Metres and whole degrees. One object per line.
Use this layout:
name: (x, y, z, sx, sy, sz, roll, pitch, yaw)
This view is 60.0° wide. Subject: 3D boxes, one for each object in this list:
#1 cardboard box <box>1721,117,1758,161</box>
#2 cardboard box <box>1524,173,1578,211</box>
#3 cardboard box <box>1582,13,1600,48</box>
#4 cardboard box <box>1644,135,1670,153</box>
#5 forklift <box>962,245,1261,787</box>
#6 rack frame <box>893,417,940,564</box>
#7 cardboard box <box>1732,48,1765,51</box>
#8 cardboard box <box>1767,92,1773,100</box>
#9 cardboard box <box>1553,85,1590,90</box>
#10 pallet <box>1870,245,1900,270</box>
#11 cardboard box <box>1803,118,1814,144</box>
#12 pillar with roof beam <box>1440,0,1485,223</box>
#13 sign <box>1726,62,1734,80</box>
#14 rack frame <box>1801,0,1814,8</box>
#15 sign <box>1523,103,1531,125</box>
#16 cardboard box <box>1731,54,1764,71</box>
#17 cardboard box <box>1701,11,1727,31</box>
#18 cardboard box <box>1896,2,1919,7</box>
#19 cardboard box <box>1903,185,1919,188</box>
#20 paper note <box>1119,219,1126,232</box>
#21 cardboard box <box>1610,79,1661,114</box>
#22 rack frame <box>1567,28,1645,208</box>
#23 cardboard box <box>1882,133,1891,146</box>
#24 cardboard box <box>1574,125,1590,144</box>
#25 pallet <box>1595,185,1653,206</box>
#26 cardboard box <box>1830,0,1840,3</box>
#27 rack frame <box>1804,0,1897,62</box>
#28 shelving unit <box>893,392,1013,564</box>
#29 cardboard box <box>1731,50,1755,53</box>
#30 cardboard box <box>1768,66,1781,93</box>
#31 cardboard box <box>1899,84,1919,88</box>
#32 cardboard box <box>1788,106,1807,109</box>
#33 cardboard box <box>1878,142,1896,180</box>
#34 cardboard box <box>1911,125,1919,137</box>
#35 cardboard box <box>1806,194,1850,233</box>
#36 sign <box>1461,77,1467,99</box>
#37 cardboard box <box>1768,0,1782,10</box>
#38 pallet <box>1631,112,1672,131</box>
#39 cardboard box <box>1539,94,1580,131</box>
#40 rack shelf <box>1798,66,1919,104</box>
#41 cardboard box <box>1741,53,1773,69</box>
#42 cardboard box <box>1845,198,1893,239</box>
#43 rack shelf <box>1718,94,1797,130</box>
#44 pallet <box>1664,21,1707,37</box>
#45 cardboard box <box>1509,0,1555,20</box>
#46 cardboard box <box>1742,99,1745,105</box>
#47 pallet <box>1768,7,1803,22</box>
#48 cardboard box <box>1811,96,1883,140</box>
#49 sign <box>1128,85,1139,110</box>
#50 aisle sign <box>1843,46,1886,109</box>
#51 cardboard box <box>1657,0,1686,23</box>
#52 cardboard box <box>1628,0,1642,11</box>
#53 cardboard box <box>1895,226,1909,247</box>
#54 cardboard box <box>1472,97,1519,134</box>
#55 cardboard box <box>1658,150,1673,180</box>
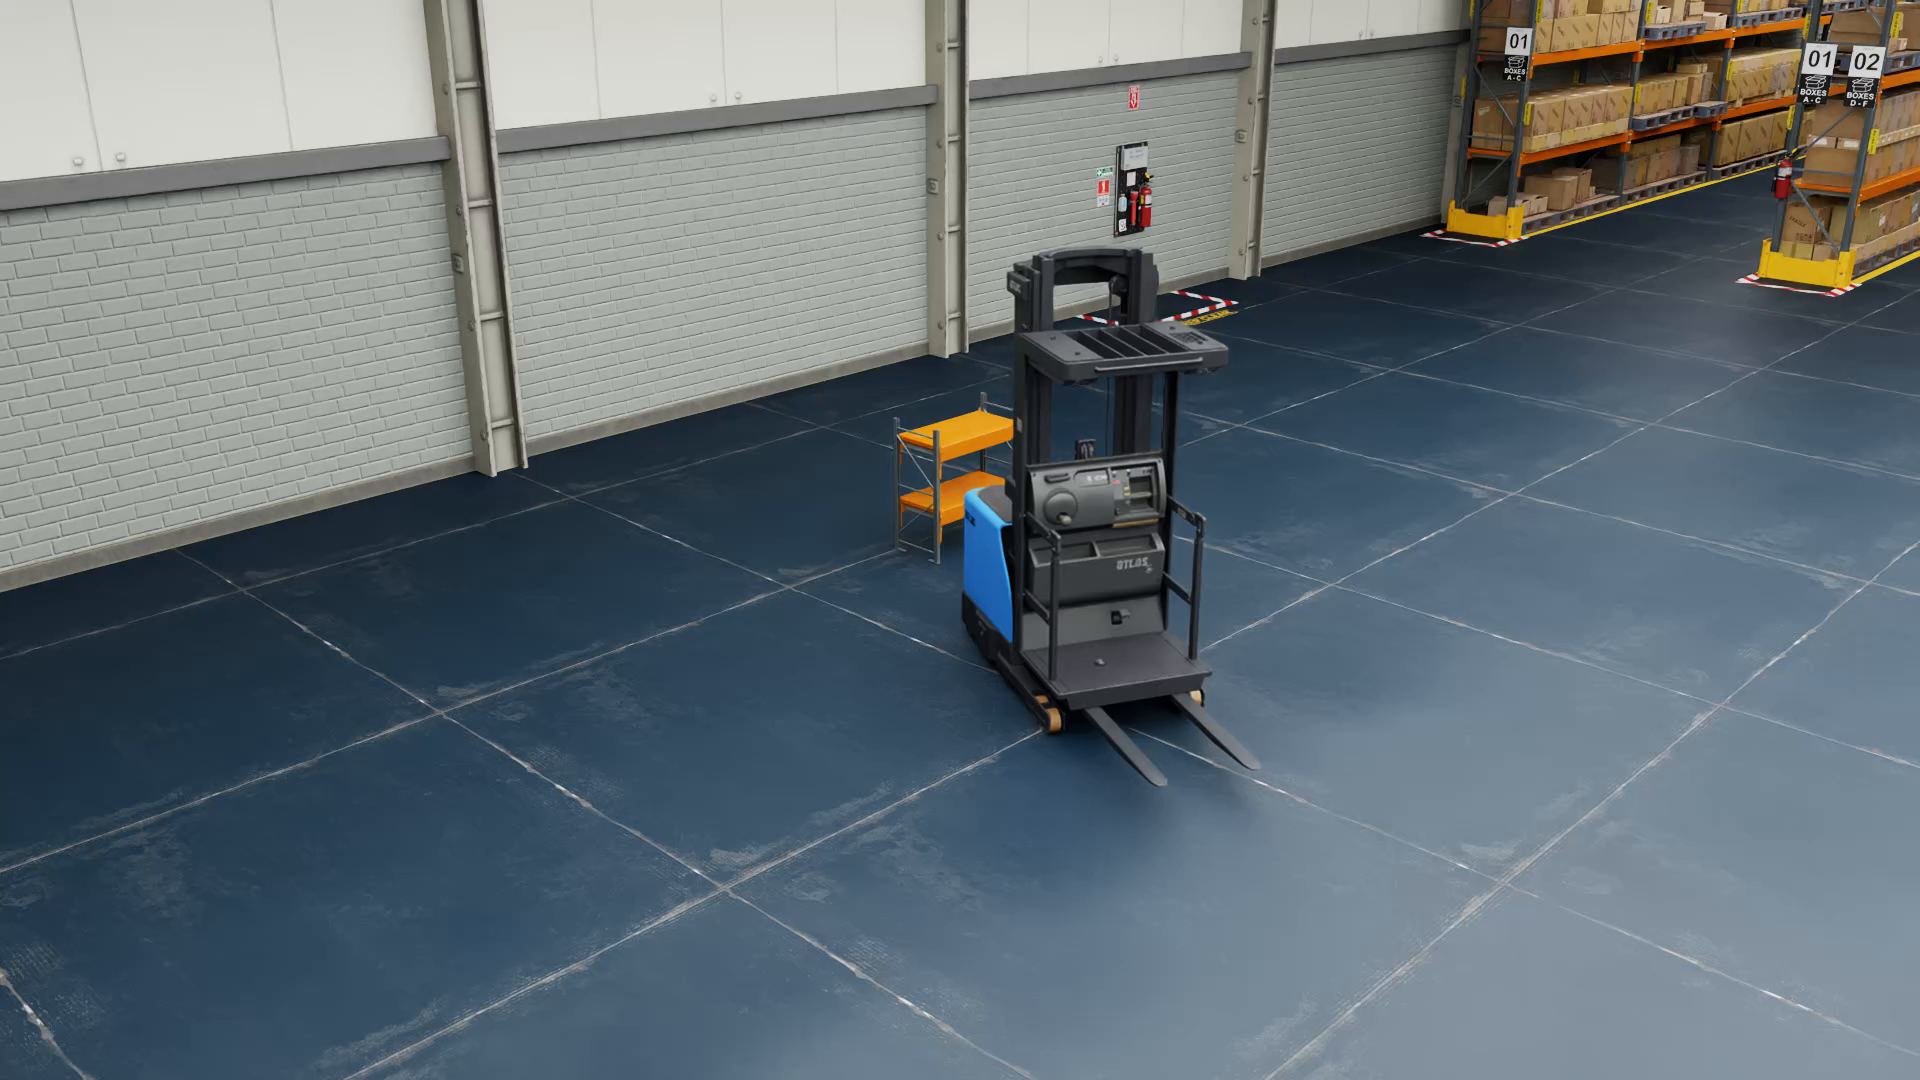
cardboard box: (15.164, -7.936, 32.814, 0.750, 0.750, 0.750, 19, 28, 40)
cardboard box: (9.853, -5.824, 27.779, 0.700, 0.500, 0.500, 17, 27, 37)
cardboard box: (9.891, -8.194, 26.725, 0.500, 0.500, 0.500, -18, 27, -39)
cardboard box: (12.679, -7.290, 30.548, 0.500, 0.250, 0.500, 19, 28, 40)
forklift: (0.971, -0.288, 10.600, 1.130, 2.935, 3.031, -7, 22, -18)
rack frame: (-0.350, -0.396, 13.399, 0.500, 1.125, 0.032, 19, 28, 41)
cardboard box: (15.864, -9.748, 33.489, 0.500, 0.250, 0.500, 20, 28, 41)
cardboard box: (15.967, -8.871, 33.159, 0.380, 0.149, 0.250, 19, 28, 41)
cardboard box: (10.310, -7.424, 28.208, 0.500, 0.500, 0.500, 19, 28, 40)
pallet: (13.267, -4.286, 24.793, 1.003, 0.211, 1.213, 19, 28, 41)
cardboard box: (17.680, -8.716, 35.331, 0.700, 0.500, 0.500, 19, 28, 40)
pillar with roof beam: (11.314, -8.427, 23.317, 9.100, 9.000, 0.400, 19, 28, 41)
sign: (14.337, -8.734, 30.975, 0.100, 0.325, 0.005, 19, 28, 41)
rack frame: (16.732, -12.192, 33.115, 1.000, 3.000, 0.127, 19, 28, 41)
sign: (8.750, -6.576, 25.657, 0.100, 0.325, 0.005, 19, 28, 41)
cardboard box: (15.163, -9.229, 32.139, 0.500, 0.250, 0.500, 20, 28, 41)
cardboard box: (13.633, -9.479, 30.333, 0.500, 0.311, 0.500, 19, 28, 41)
cardboard box: (14.163, -7.741, 24.796, 0.500, 0.500, 0.500, -17, 27, -38)
cardboard box: (15.138, -5.582, 26.744, 0.500, 0.311, 0.500, -19, 28, -41)
paper note: (2.119, -4.096, 21.641, 0.016, 0.148, 0.142, 19, 28, 41)
cardboard box: (11.926, -7.852, 29.431, 0.500, 0.500, 0.700, -17, 27, -37)
rack frame: (11.151, -7.336, 28.841, 1.000, 3.000, 0.127, 19, 28, 41)
cardboard box: (12.875, -5.662, 23.442, 0.380, 0.149, 0.250, 19, 28, 40)
cardboard box: (9.994, -6.689, 27.338, 0.500, 0.250, 0.500, 20, 28, 41)
pallet: (11.693, -6.234, 29.863, 1.003, 0.211, 1.213, 19, 28, 41)
cardboard box: (17.769, -11.204, 34.208, 0.500, 0.250, 0.500, 18, 28, 40)
rack frame: (11.912, -7.869, 21.866, 1.000, 3.000, 0.127, 19, 28, 41)
shelving unit: (0.005, -0.527, 13.739, 0.538, 1.125, 1.048, 19, 28, 41)
cardboard box: (15.518, -9.618, 33.151, 0.500, 0.250, 0.500, 18, 27, 39)
cardboard box: (15.885, -9.144, 32.965, 0.500, 0.500, 0.500, 19, 28, 41)
cardboard box: (14.046, -6.503, 24.727, 0.700, 0.500, 0.500, 19, 28, 41)
cardboard box: (17.989, -9.238, 35.785, 0.380, 0.149, 0.250, 19, 28, 40)
cardboard box: (12.961, -5.494, 23.911, 0.700, 0.500, 0.500, 19, 28, 41)
cardboard box: (13.780, -5.997, 24.314, 0.250, 0.149, 0.380, -19, 28, -41)
cardboard box: (12.760, -4.804, 24.457, 0.500, 0.500, 0.500, 19, 28, 41)
sign: (7.977, -7.139, 26.276, 0.100, 0.325, 0.005, 19, 28, 41)
cardboard box: (15.697, -10.686, 32.624, 0.700, 0.500, 0.500, 19, 28, 40)
pallet: (11.788, -7.406, 29.291, 1.003, 0.211, 1.213, 19, 28, 41)
cardboard box: (9.626, -6.900, 26.843, 0.500, 0.500, 0.500, 18, 27, 39)
rack shelf: (13.308, -6.647, 23.871, 1.077, 0.370, 4.000, 19, 28, 41)
cardboard box: (15.515, -9.362, 32.484, 0.500, 0.250, 0.500, 19, 28, 40)
cardboard box: (13.133, -4.674, 24.118, 0.500, 0.500, 0.500, 19, 28, 41)
rack shelf: (15.337, -8.542, 32.982, 1.077, 0.370, 4.000, 19, 28, 41)
pallet: (12.379, -9.047, 29.375, 1.213, 0.211, 1.003, 19, 28, 41)
cardboard box: (8.803, -8.268, 25.526, 0.500, 0.500, 0.500, 17, 27, 37)
cardboard box: (15.027, -8.557, 32.340, 0.250, 0.149, 0.380, -19, 28, -41)
pallet: (16.128, -10.455, 33.042, 0.805, 0.209, 1.217, 18, 27, 39)
cardboard box: (12.284, -5.851, 23.031, 0.700, 0.500, 0.500, 19, 28, 41)
sign: (2.215, -5.641, 21.200, 0.001, 0.298, 0.199, 19, 28, 41)
aisle sign: (12.086, -6.188, 22.233, 0.394, 0.787, 0.004, 19, 28, 41)
cardboard box: (12.450, -9.416, 29.348, 0.500, 0.500, 0.500, 18, 27, 39)
cardboard box: (10.996, -9.062, 27.590, 0.500, 0.500, 0.500, 16, 26, 36)
cardboard box: (13.842, -4.577, 24.911, 0.500, 0.250, 0.500, 19, 28, 41)
cardboard box: (8.537, -6.771, 26.508, 0.500, 0.500, 0.500, 19, 28, 40)
cardboard box: (12.708, -6.966, 30.750, 0.700, 0.500, 0.500, 19, 28, 40)
